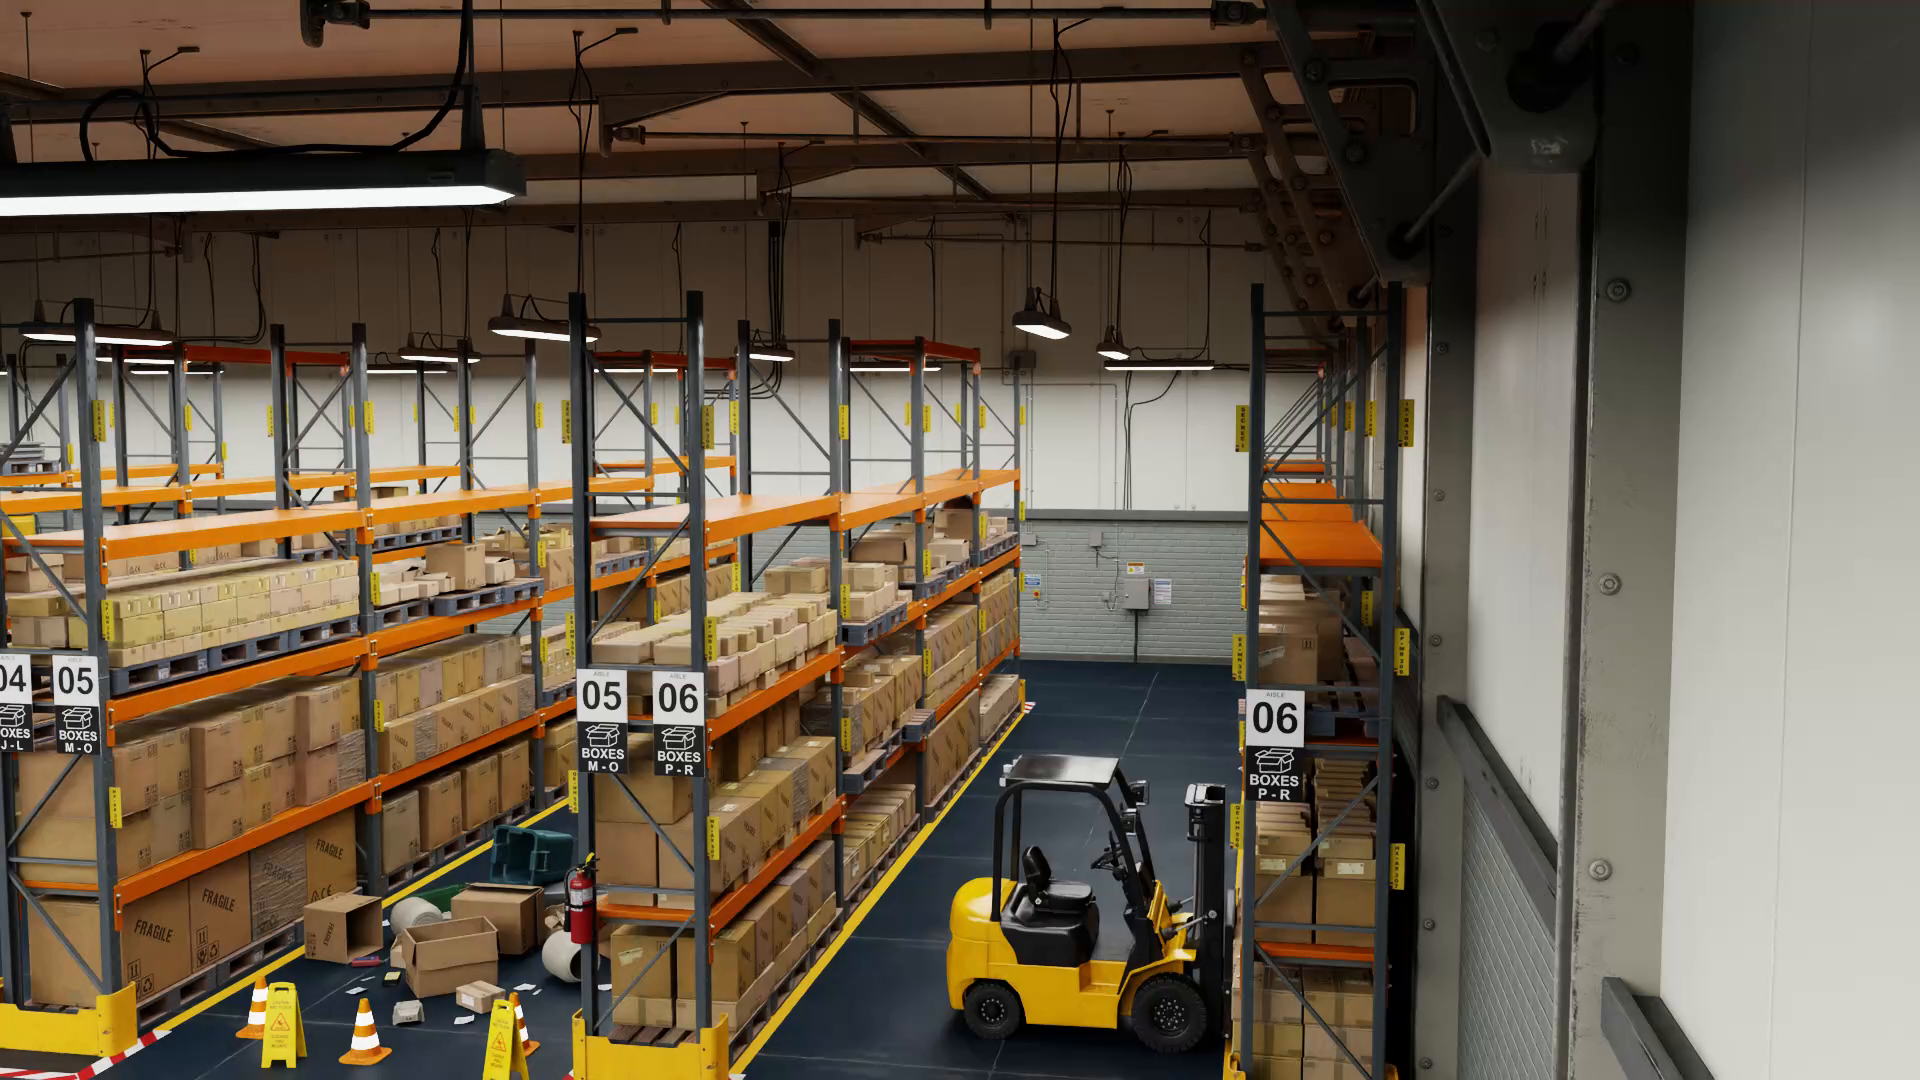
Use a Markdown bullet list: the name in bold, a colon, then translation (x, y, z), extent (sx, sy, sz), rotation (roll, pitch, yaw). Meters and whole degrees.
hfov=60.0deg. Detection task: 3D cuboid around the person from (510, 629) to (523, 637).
- **person**: translation (-6.892, 2.226, 25.886), extent (0.460, 1.689, 0.456), rotation (-4, 6, -43)
